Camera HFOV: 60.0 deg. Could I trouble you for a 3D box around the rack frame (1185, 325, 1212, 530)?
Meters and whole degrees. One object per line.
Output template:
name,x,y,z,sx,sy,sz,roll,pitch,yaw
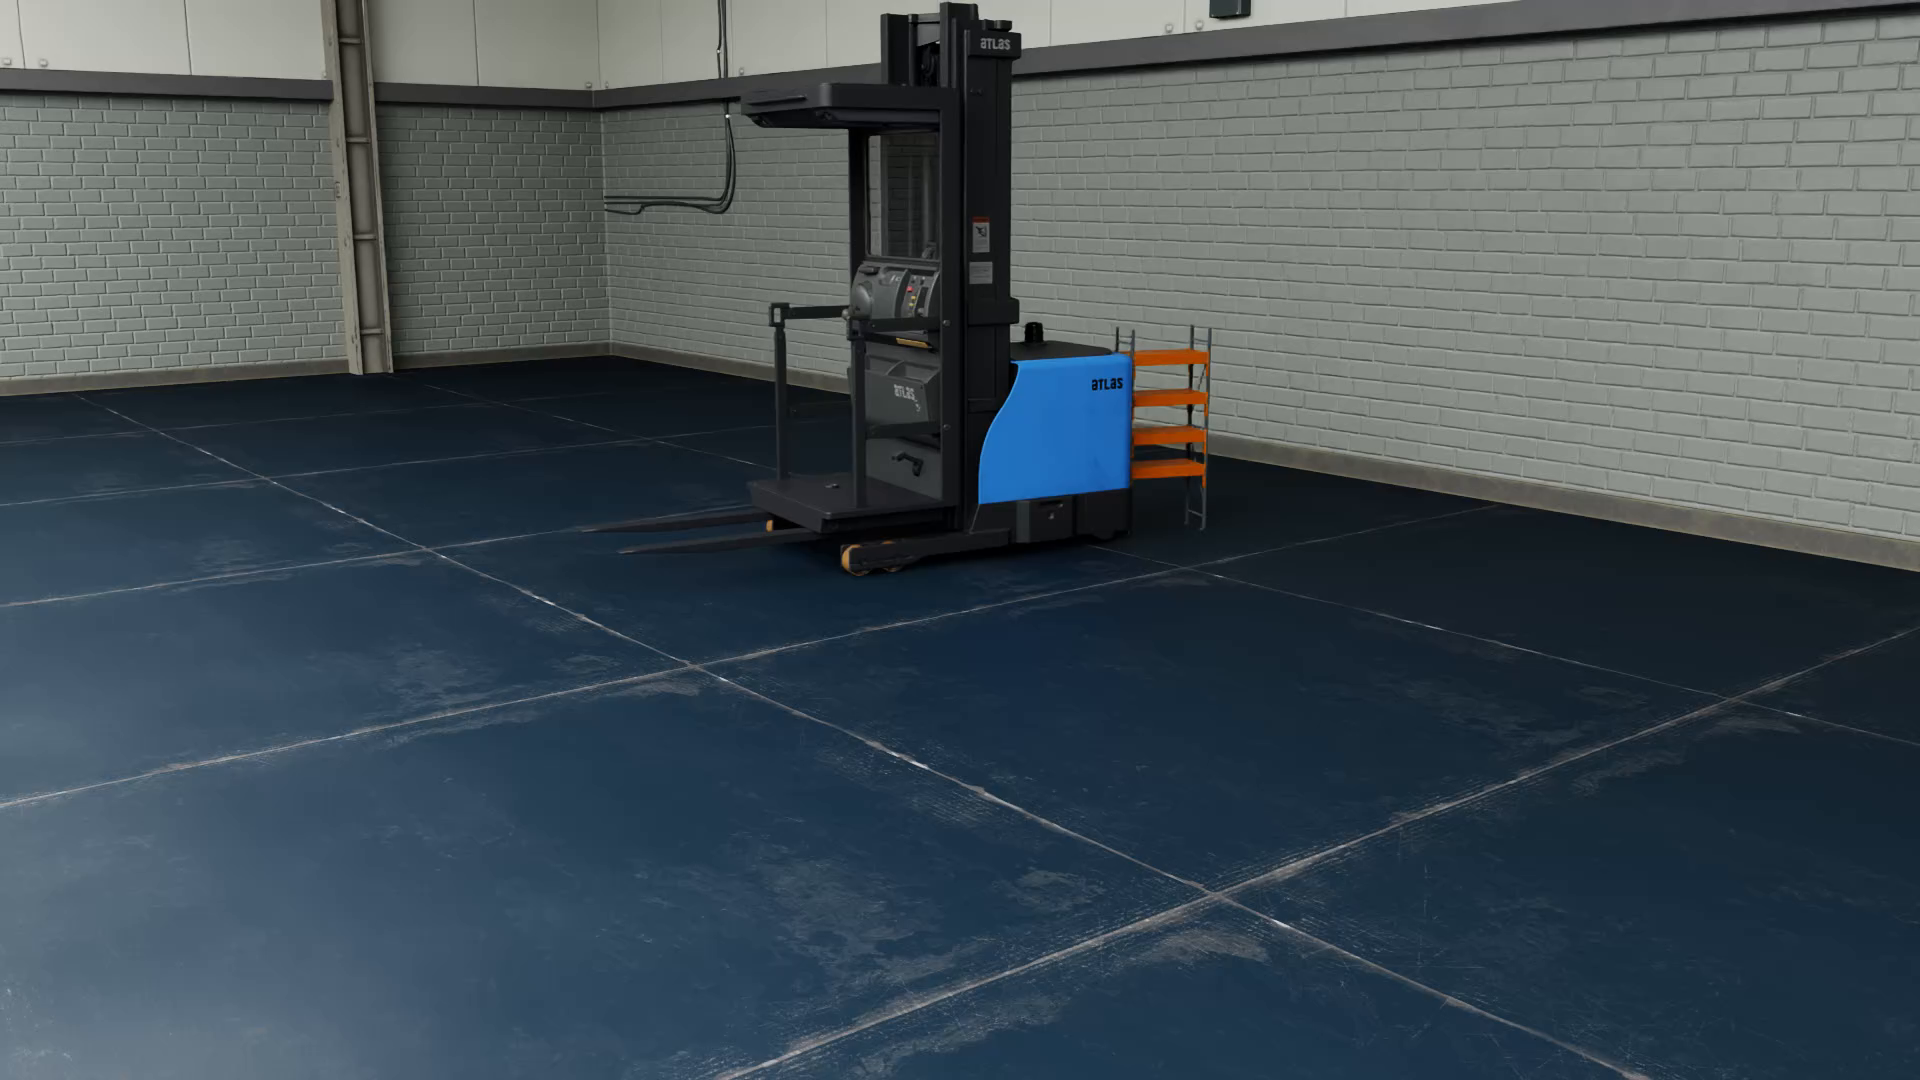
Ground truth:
rack frame,1.415,-0.669,9.891,0.015,1.200,0.240,-4,13,-19

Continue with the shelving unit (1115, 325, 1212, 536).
shelving unit,1.185,-0.653,9.811,0.503,1.200,0.258,-4,13,-19

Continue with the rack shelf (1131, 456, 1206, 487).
rack shelf,1.184,-0.393,9.866,0.480,0.148,0.258,-4,13,-19

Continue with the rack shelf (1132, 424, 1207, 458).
rack shelf,1.185,-0.587,9.825,0.480,0.148,0.258,-4,13,-19

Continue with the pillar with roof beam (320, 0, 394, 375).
pillar with roof beam,-3.801,-5.552,14.112,0.400,9.000,9.100,-9,15,-38

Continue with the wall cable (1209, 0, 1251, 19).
wall cable,2.554,-6.540,10.576,0.169,6.003,2.305,-9,15,-38

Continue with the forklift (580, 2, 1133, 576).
forklift,-0.540,-1.369,9.021,3.031,2.935,1.130,-7,14,-29

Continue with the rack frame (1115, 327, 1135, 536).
rack frame,0.954,-0.636,9.732,0.015,1.200,0.240,-4,13,-19

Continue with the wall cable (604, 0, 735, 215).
wall cable,-3.364,-4.899,18.513,0.112,2.526,3.097,-9,15,-38

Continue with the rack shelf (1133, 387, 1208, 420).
rack shelf,1.185,-0.806,9.779,0.480,0.148,0.258,-4,13,-19

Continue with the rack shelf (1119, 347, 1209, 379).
rack shelf,1.185,-1.037,9.730,0.480,0.148,0.258,-4,13,-19
